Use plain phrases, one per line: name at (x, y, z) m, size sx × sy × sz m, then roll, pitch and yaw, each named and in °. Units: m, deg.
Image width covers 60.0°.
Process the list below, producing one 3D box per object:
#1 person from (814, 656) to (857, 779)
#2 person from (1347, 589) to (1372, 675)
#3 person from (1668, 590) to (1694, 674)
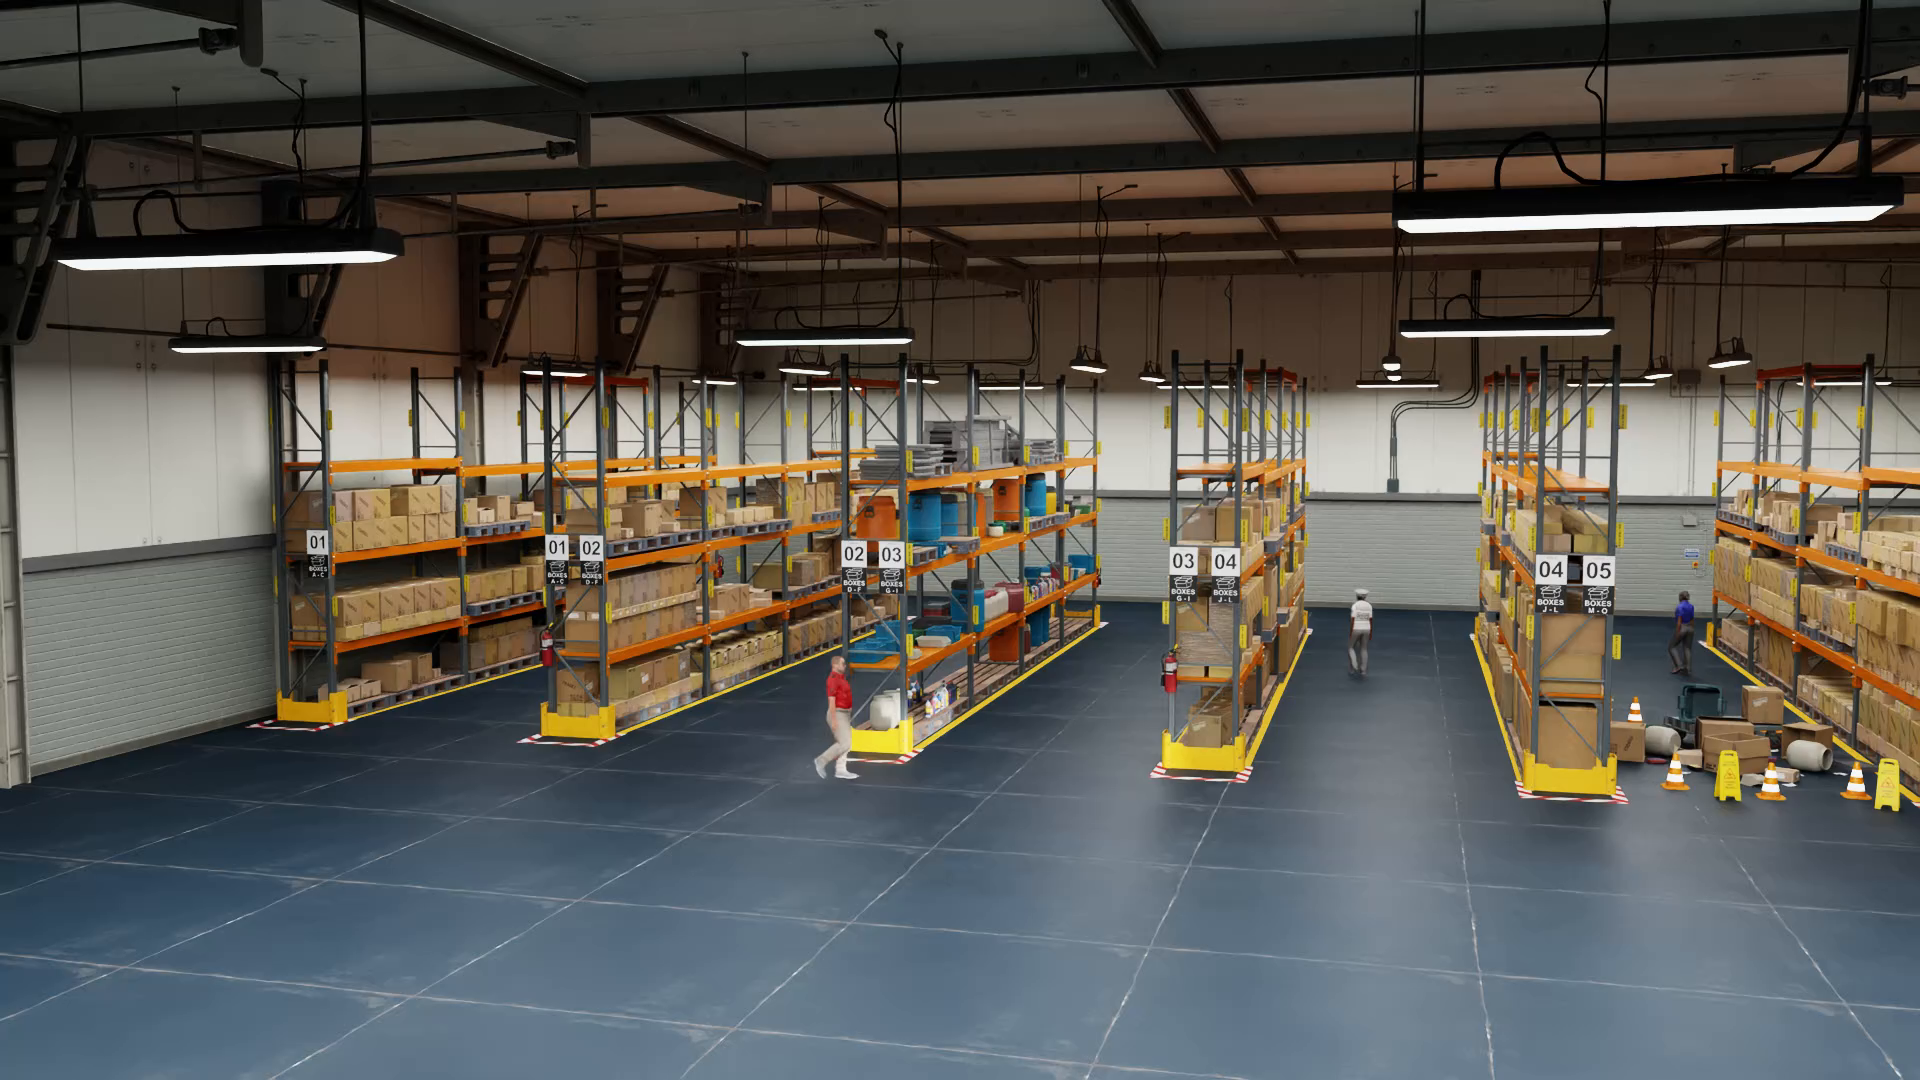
person at (-1.723, 2.463, 23.100) m, size 0.576 × 1.718 × 0.552 m, roll 1°, pitch 4°, yaw 8°
person at (7.885, 1.825, 32.784) m, size 0.500 × 1.718 × 0.361 m, roll -1°, pitch 4°, yaw -11°
person at (14.252, 1.826, 32.762) m, size 0.481 × 1.669 × 0.421 m, roll -1°, pitch 4°, yaw -20°
